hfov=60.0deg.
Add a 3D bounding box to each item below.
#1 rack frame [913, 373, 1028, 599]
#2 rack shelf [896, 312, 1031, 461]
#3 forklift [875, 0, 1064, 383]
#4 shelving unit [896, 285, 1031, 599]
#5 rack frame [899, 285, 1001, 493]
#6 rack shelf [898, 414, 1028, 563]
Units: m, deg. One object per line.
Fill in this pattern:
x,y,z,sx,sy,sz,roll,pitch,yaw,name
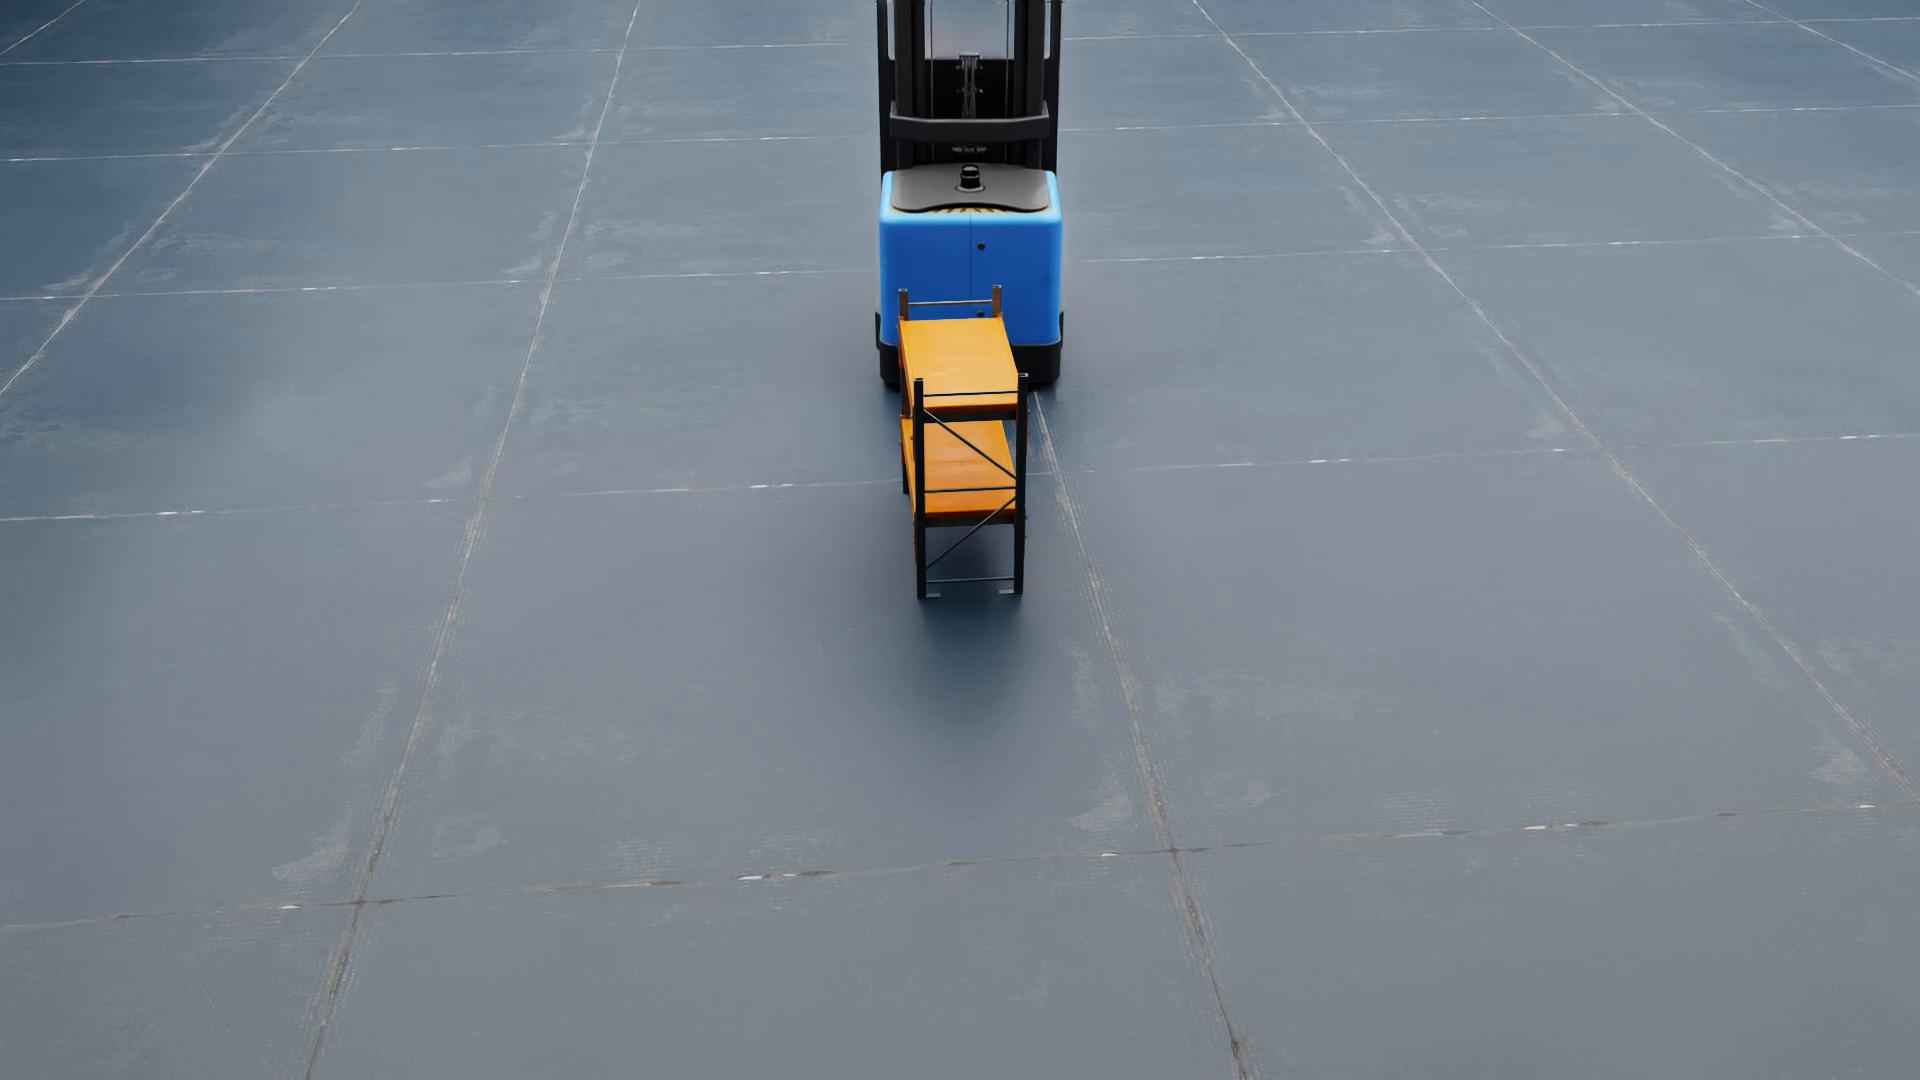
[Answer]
0.047,-0.227,7.533,0.500,1.125,0.032,-3,31,-5,rack frame
-0.001,-0.738,7.817,0.538,0.278,1.000,-3,31,-5,rack shelf
0.051,-2.880,10.214,1.130,2.935,3.031,0,31,0,forklift
-0.001,-0.486,7.967,0.538,1.125,1.048,-3,31,-5,shelving unit
-0.048,-0.746,8.402,0.500,1.125,0.032,-3,31,-5,rack frame
-0.001,-0.276,8.093,0.538,0.278,1.000,-3,31,-5,rack shelf
